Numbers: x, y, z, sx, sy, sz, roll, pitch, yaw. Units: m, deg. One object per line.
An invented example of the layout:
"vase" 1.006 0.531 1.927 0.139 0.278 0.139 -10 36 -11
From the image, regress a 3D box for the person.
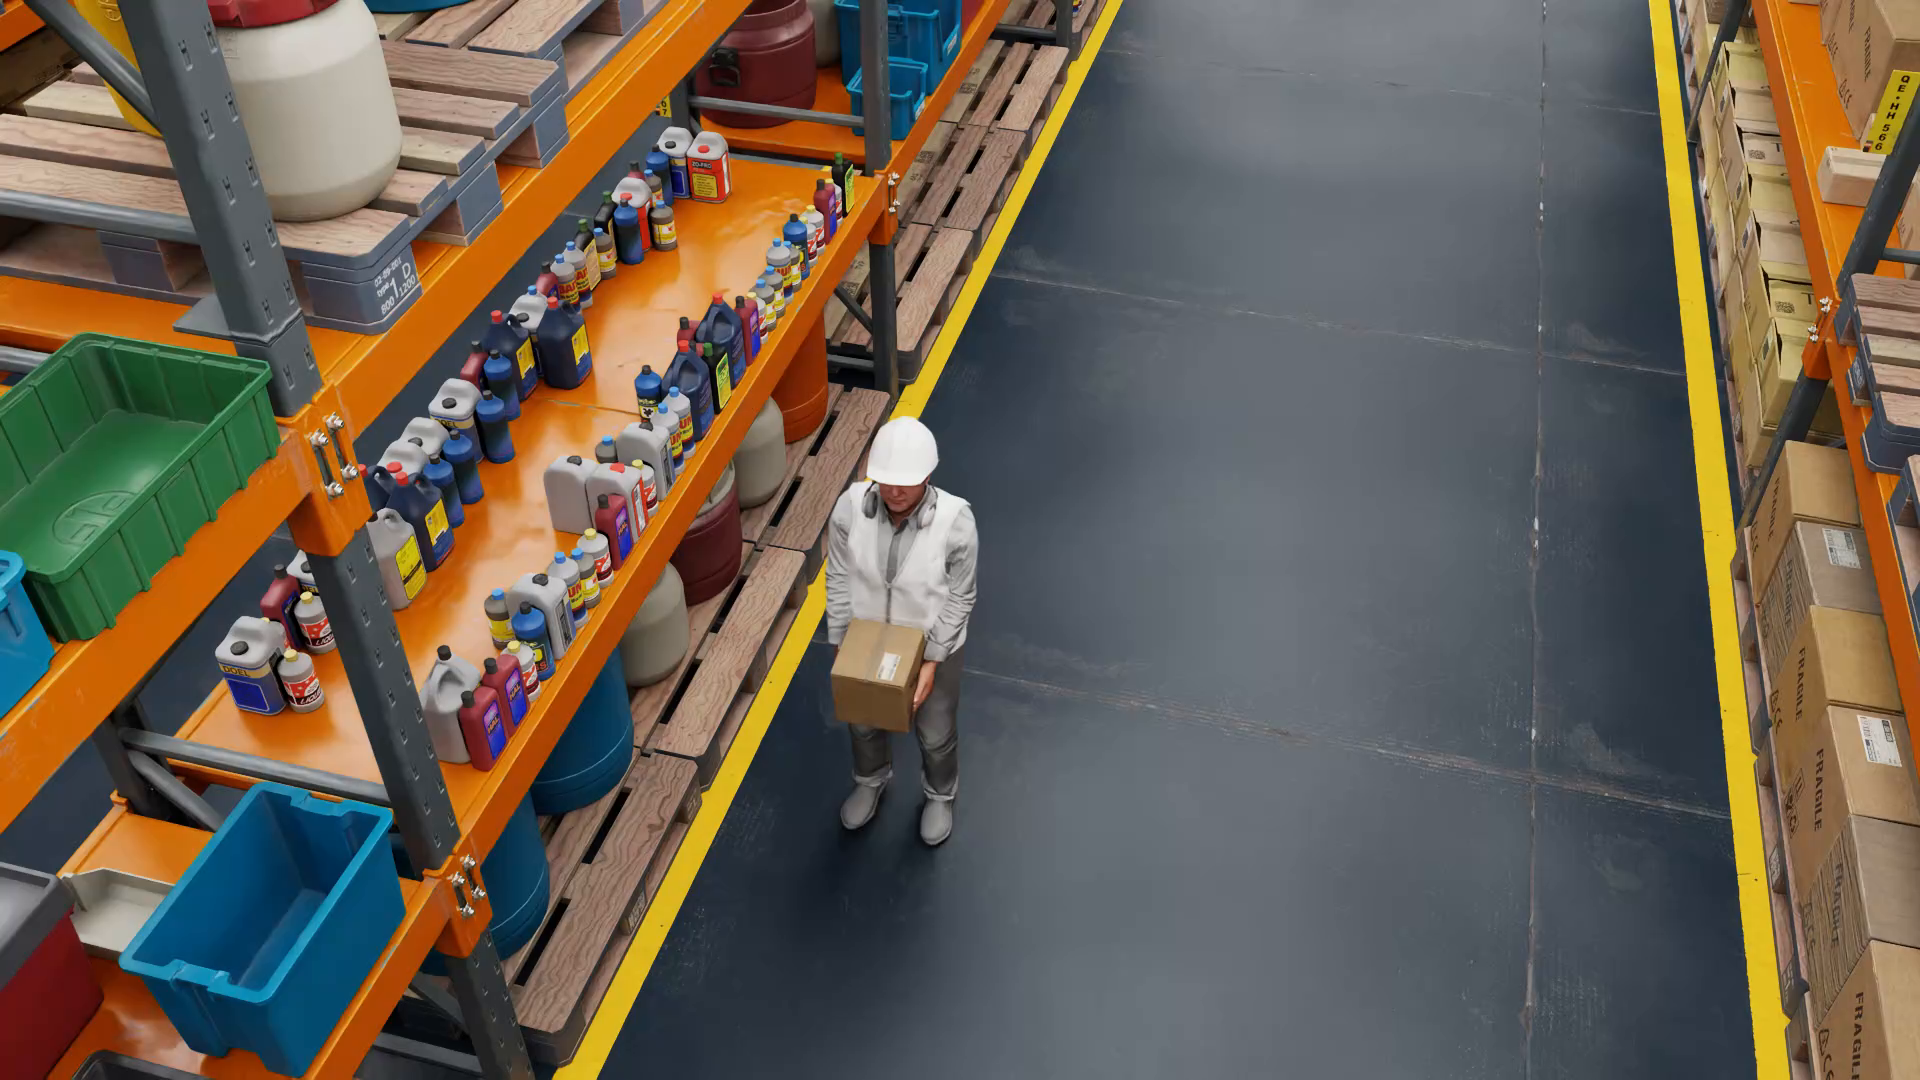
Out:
"person" -0.210 0.373 5.701 0.528 1.778 0.529 10 42 11
